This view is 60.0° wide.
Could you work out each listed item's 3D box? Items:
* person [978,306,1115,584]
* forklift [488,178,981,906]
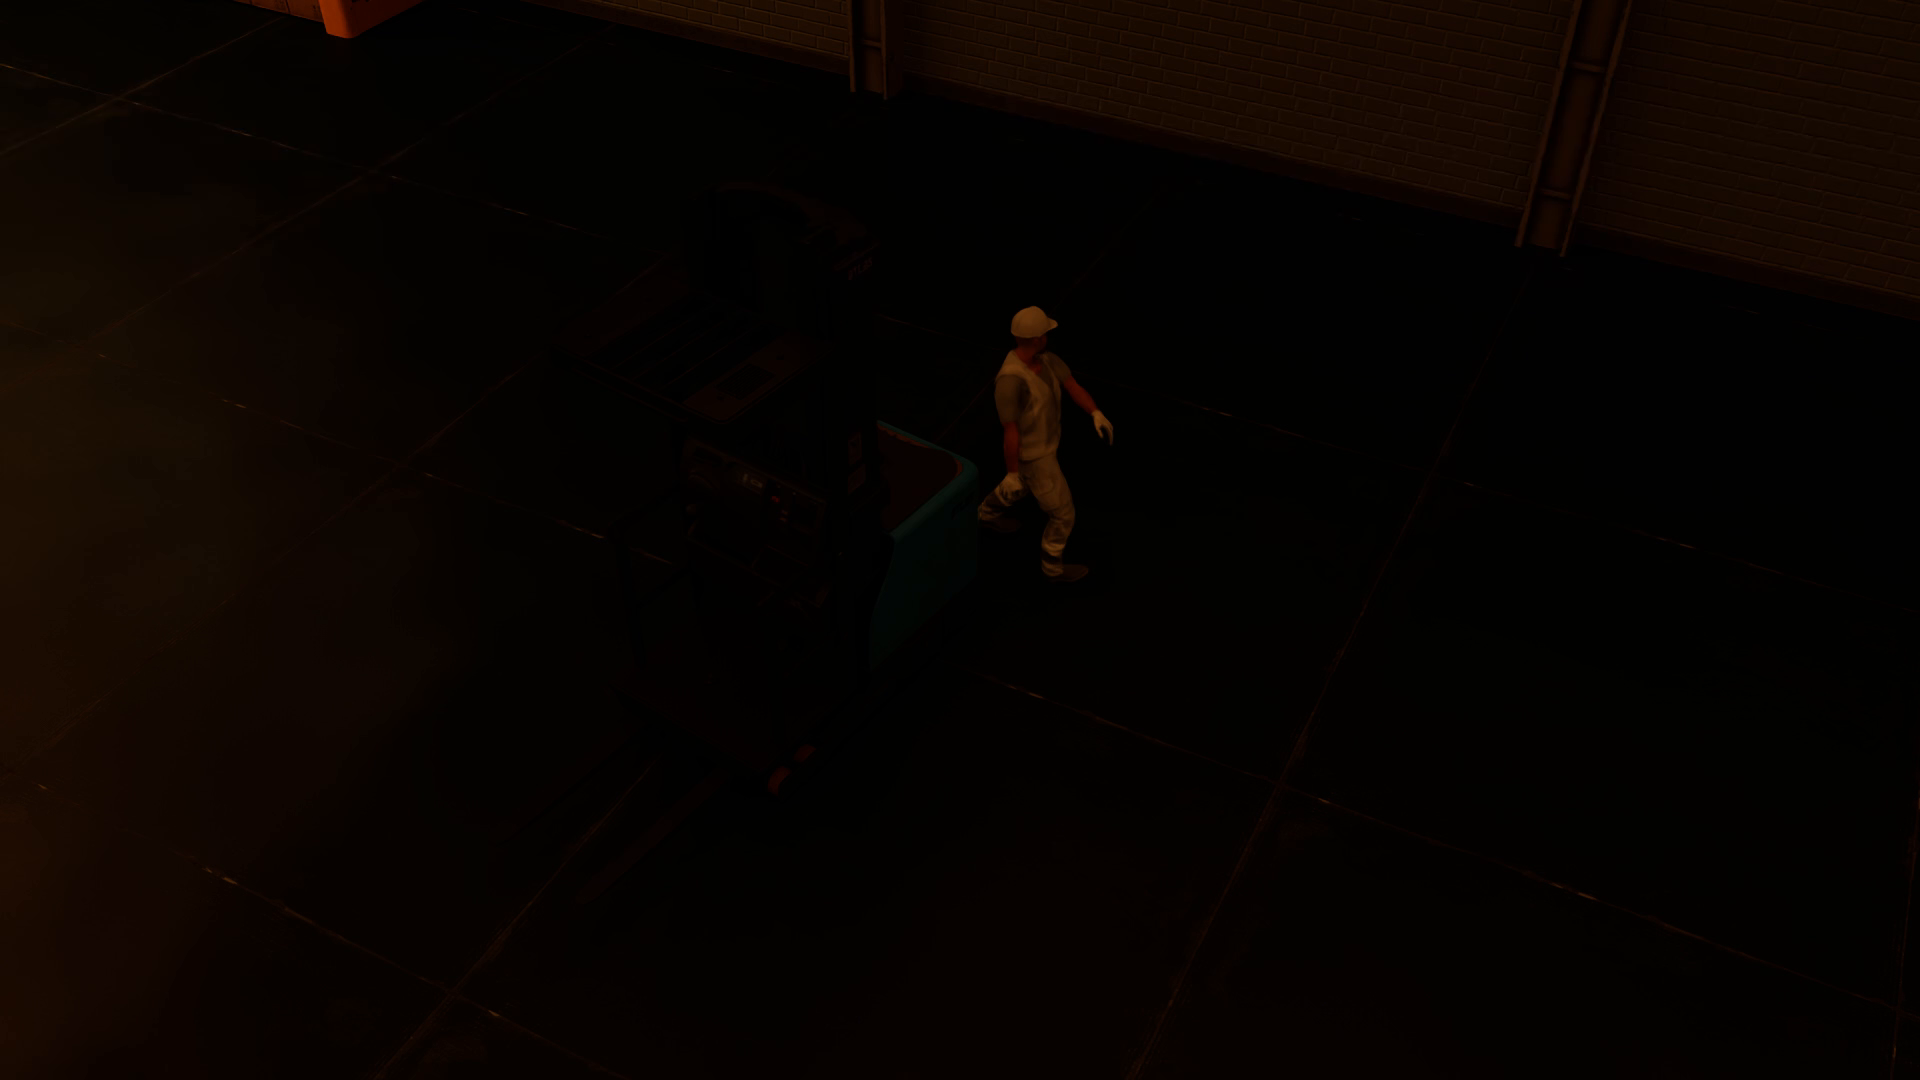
[{"bbox_3d":[0.450,-0.507,9.571,0.860,1.702,0.729,8,41,10],"label":"person"},{"bbox_3d":[-1.157,-0.135,8.147,1.130,2.935,3.031,25,46,27],"label":"forklift"}]
